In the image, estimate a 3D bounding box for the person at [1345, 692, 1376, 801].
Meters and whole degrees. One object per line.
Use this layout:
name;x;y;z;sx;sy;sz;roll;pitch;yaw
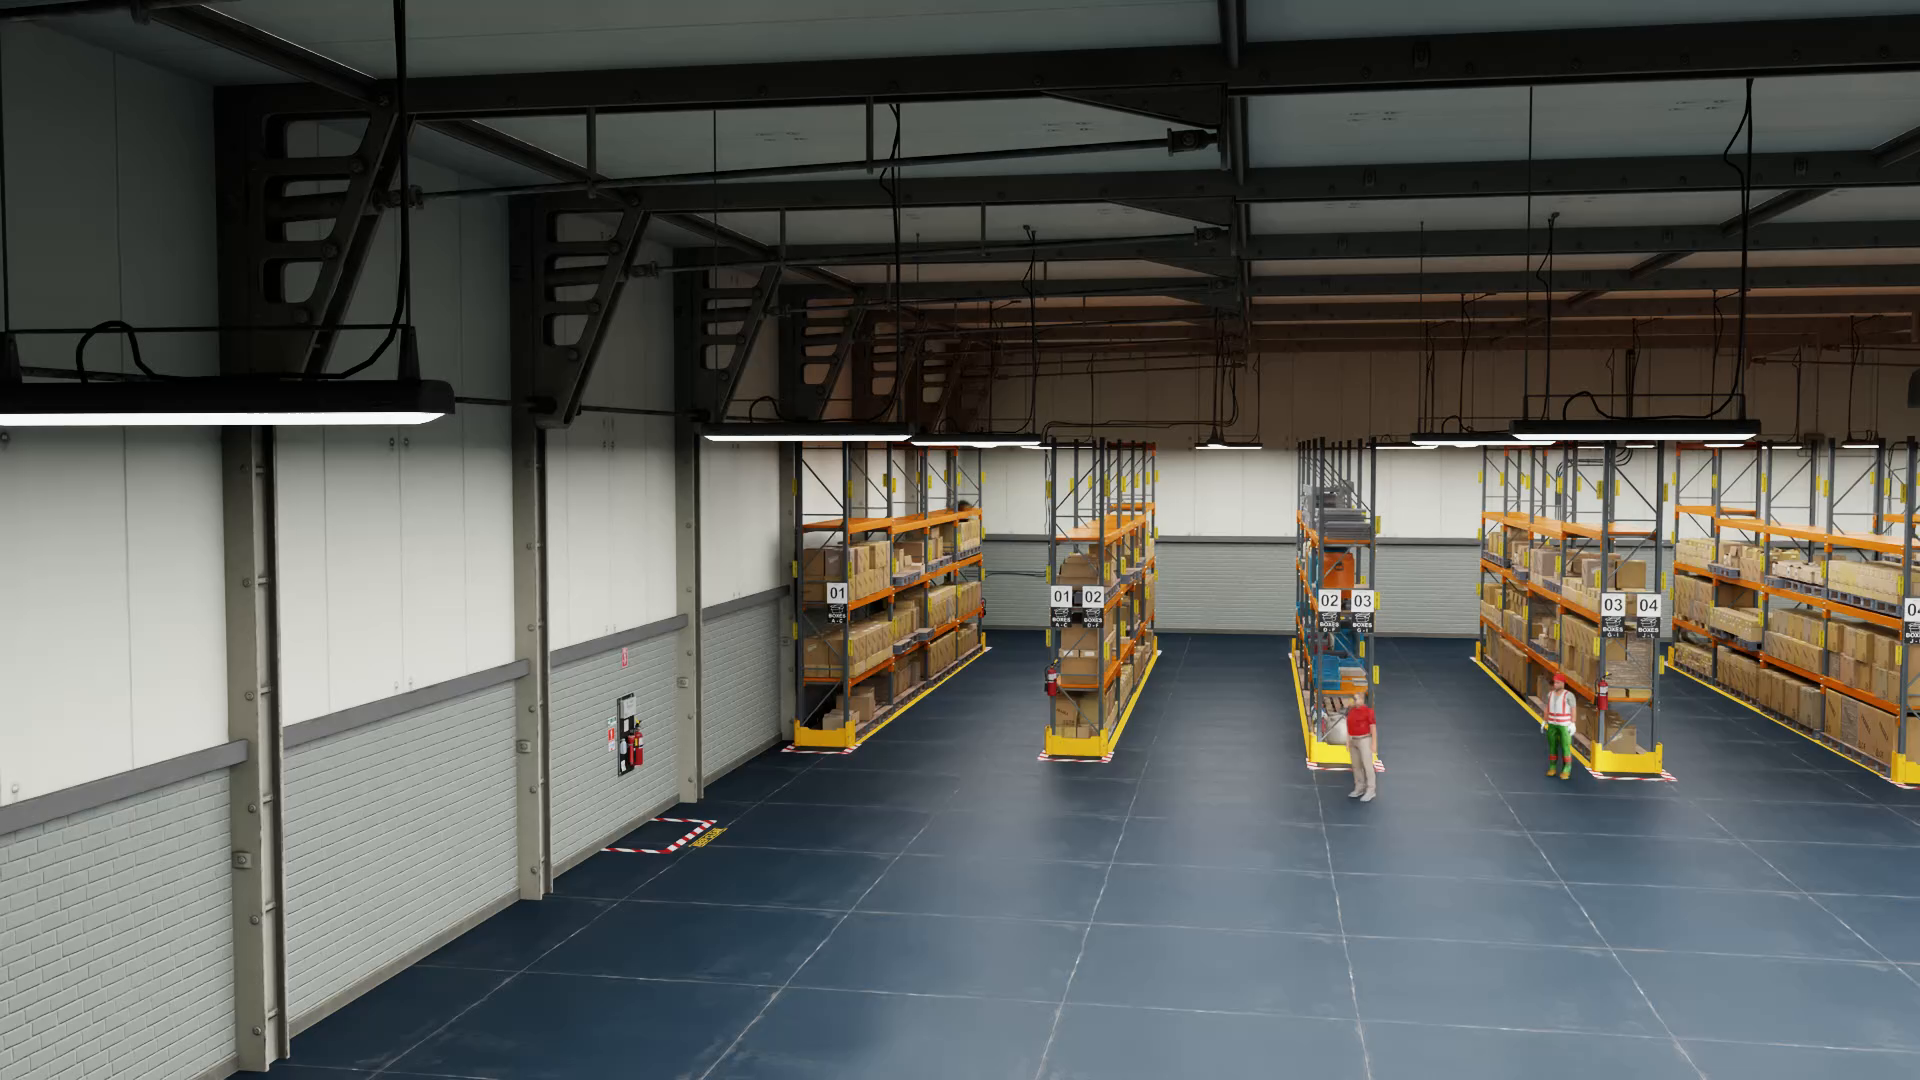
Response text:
person;6.619;3.409;27.588;0.423;1.761;0.618;-2;4;-36

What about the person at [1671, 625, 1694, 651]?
person;20.354;2.354;46.819;0.722;1.749;0.602;-2;4;-35

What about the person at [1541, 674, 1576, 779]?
person;10.542;3.273;29.340;0.392;1.809;0.589;-3;4;-41
